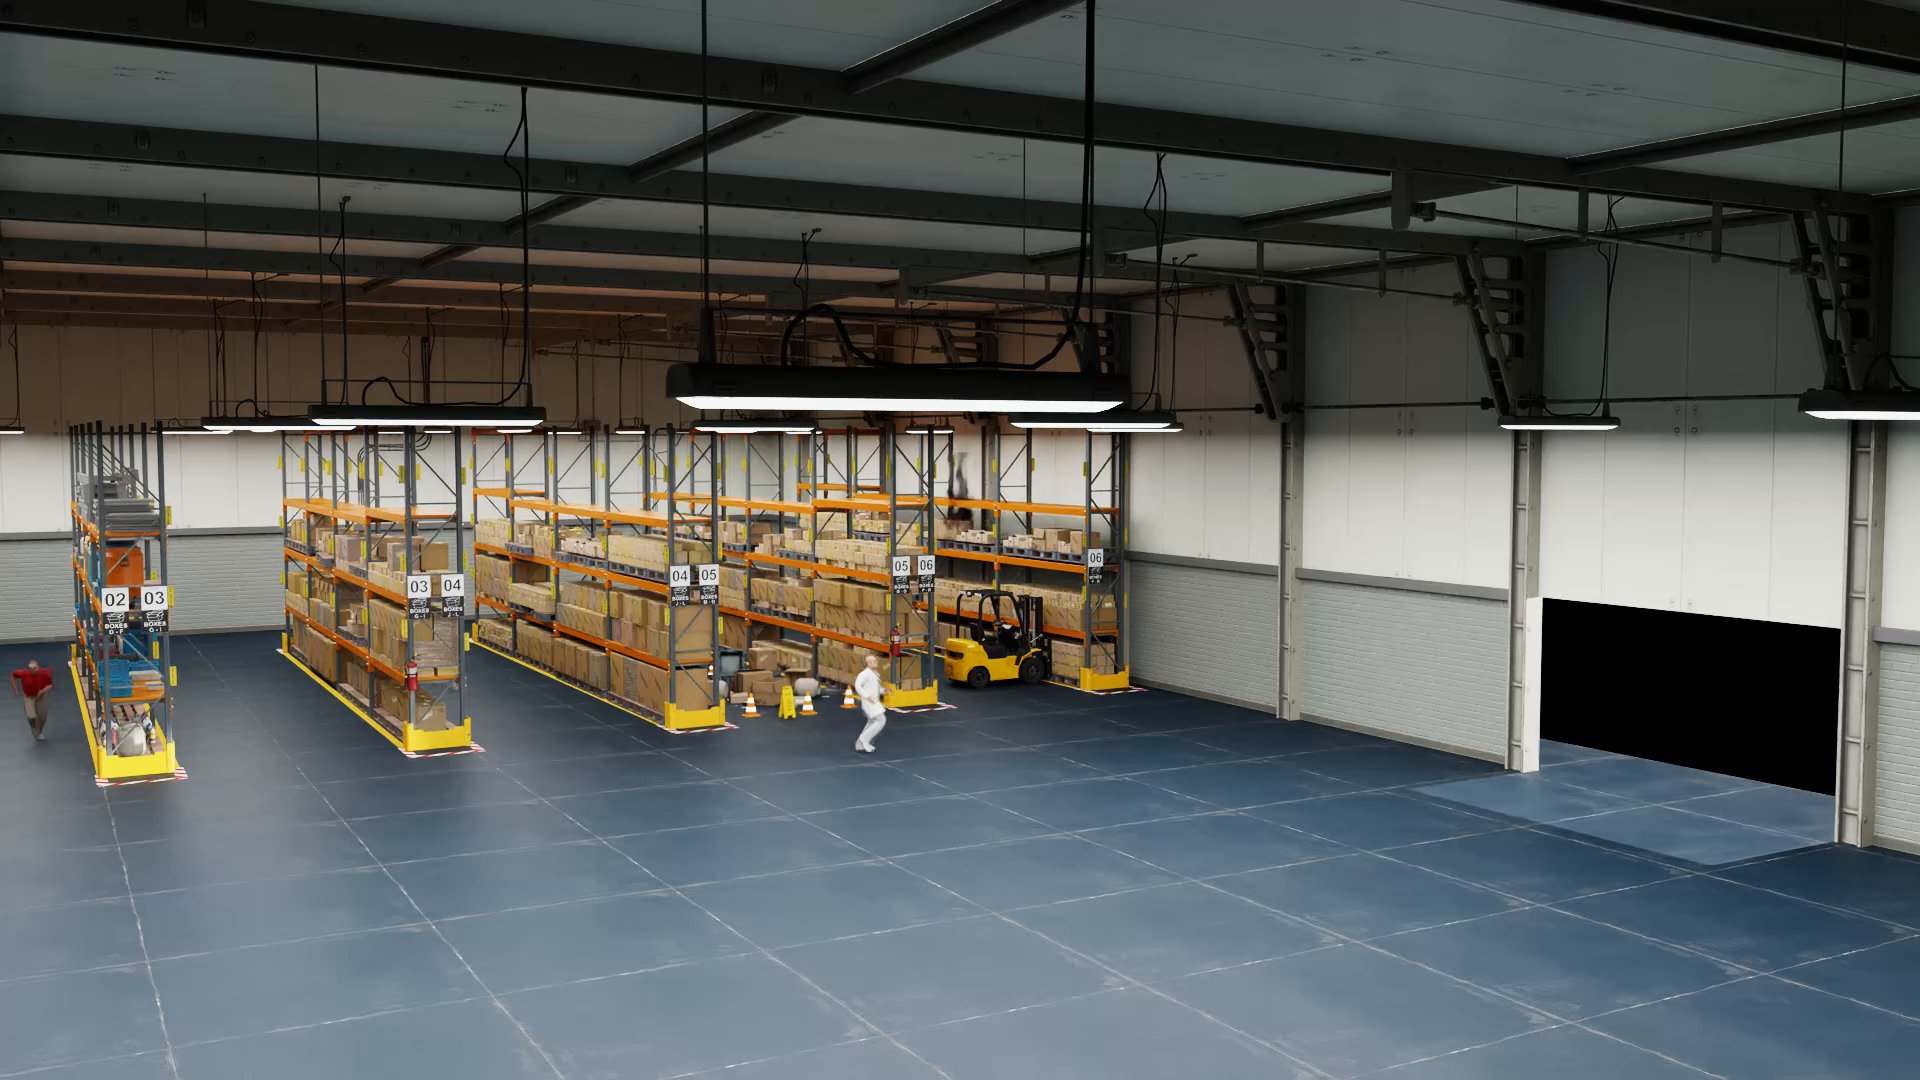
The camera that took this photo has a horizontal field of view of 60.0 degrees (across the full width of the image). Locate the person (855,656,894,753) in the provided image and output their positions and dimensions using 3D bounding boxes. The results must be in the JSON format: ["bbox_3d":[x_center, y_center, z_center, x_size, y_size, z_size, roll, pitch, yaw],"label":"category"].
[{"bbox_3d":[-1.570,2.978,30.187,0.700,1.754,0.680,1,4,10],"label":"person"}]

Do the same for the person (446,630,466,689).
[{"bbox_3d":[-11.412,2.558,37.682,0.537,1.666,0.567,-2,4,-33],"label":"person"}]

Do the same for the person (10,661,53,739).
[{"bbox_3d":[-17.459,3.016,31.294,0.695,1.550,0.896,-2,4,-28],"label":"person"}]
